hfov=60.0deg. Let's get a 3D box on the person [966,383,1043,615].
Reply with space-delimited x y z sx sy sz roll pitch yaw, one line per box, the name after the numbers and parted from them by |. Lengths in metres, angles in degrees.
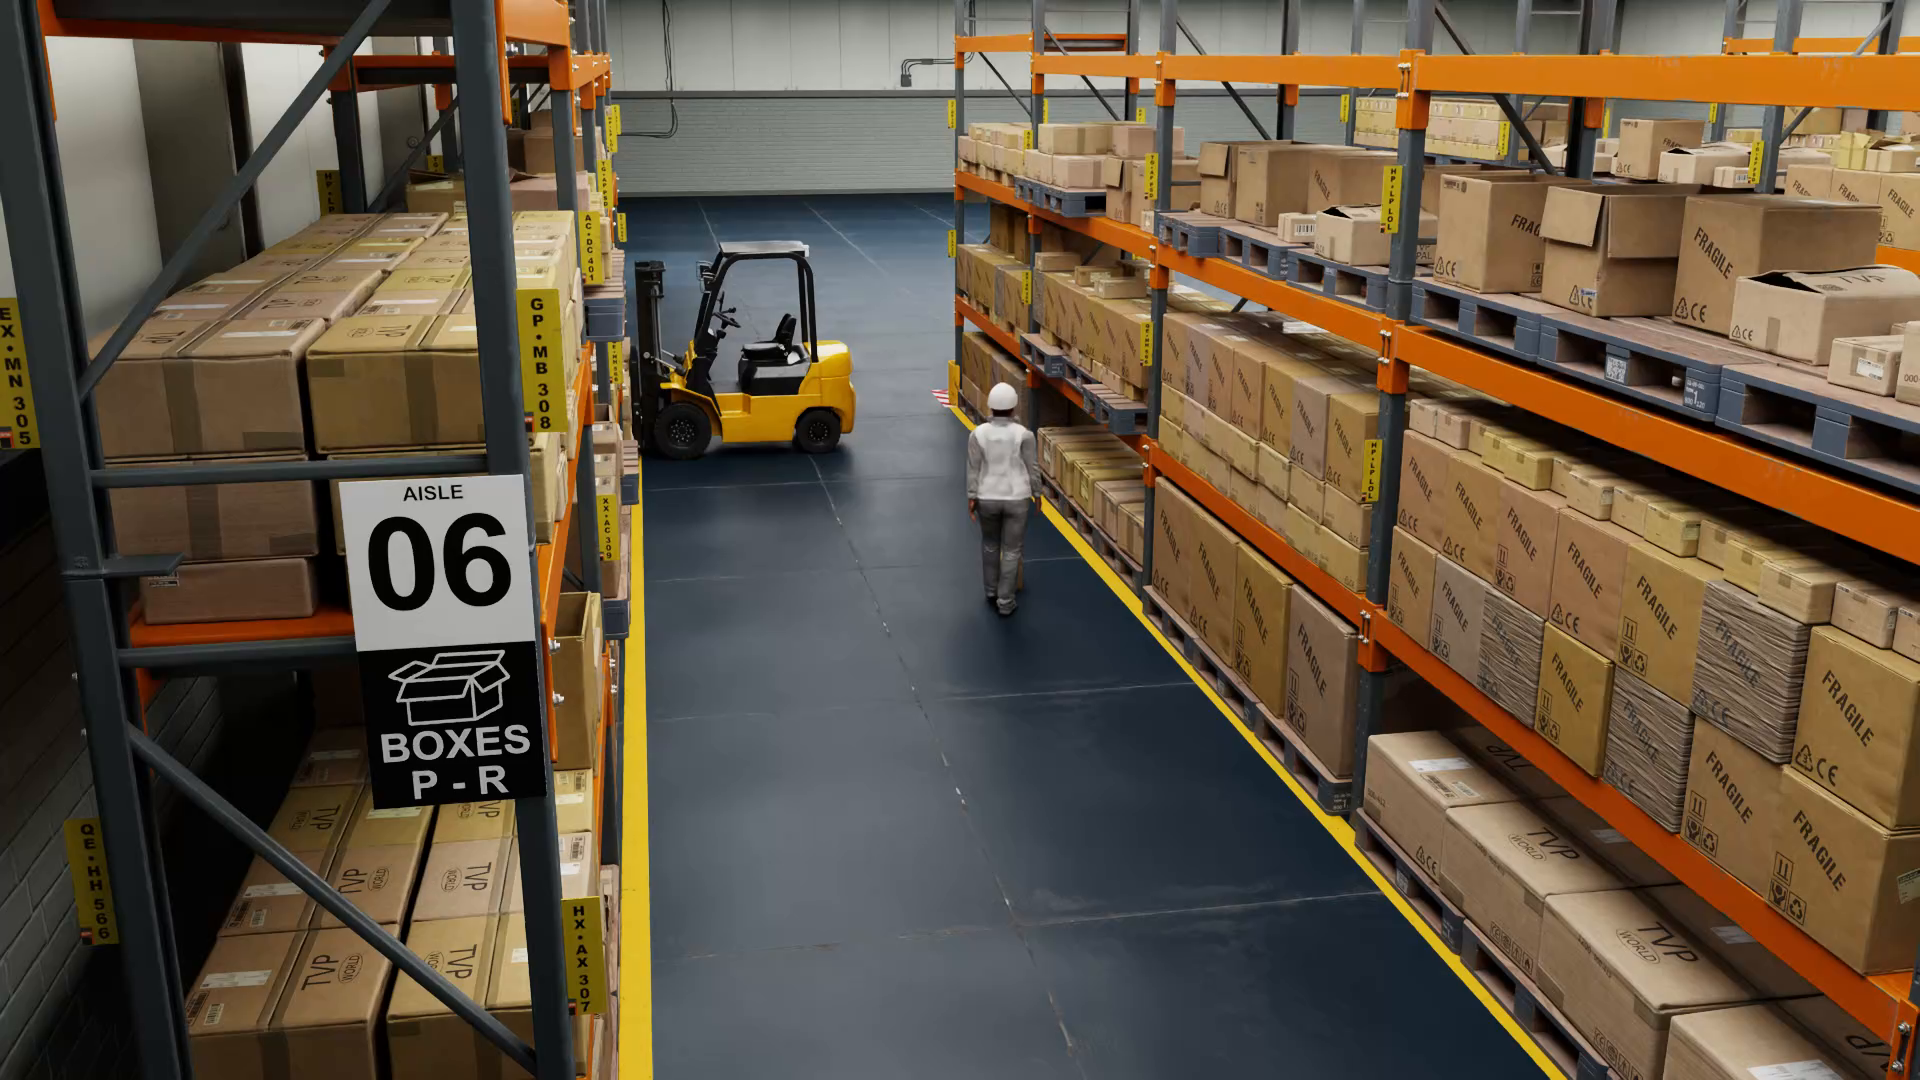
0.372 -0.356 12.689 0.558 1.765 0.665 4 17 14 | person
